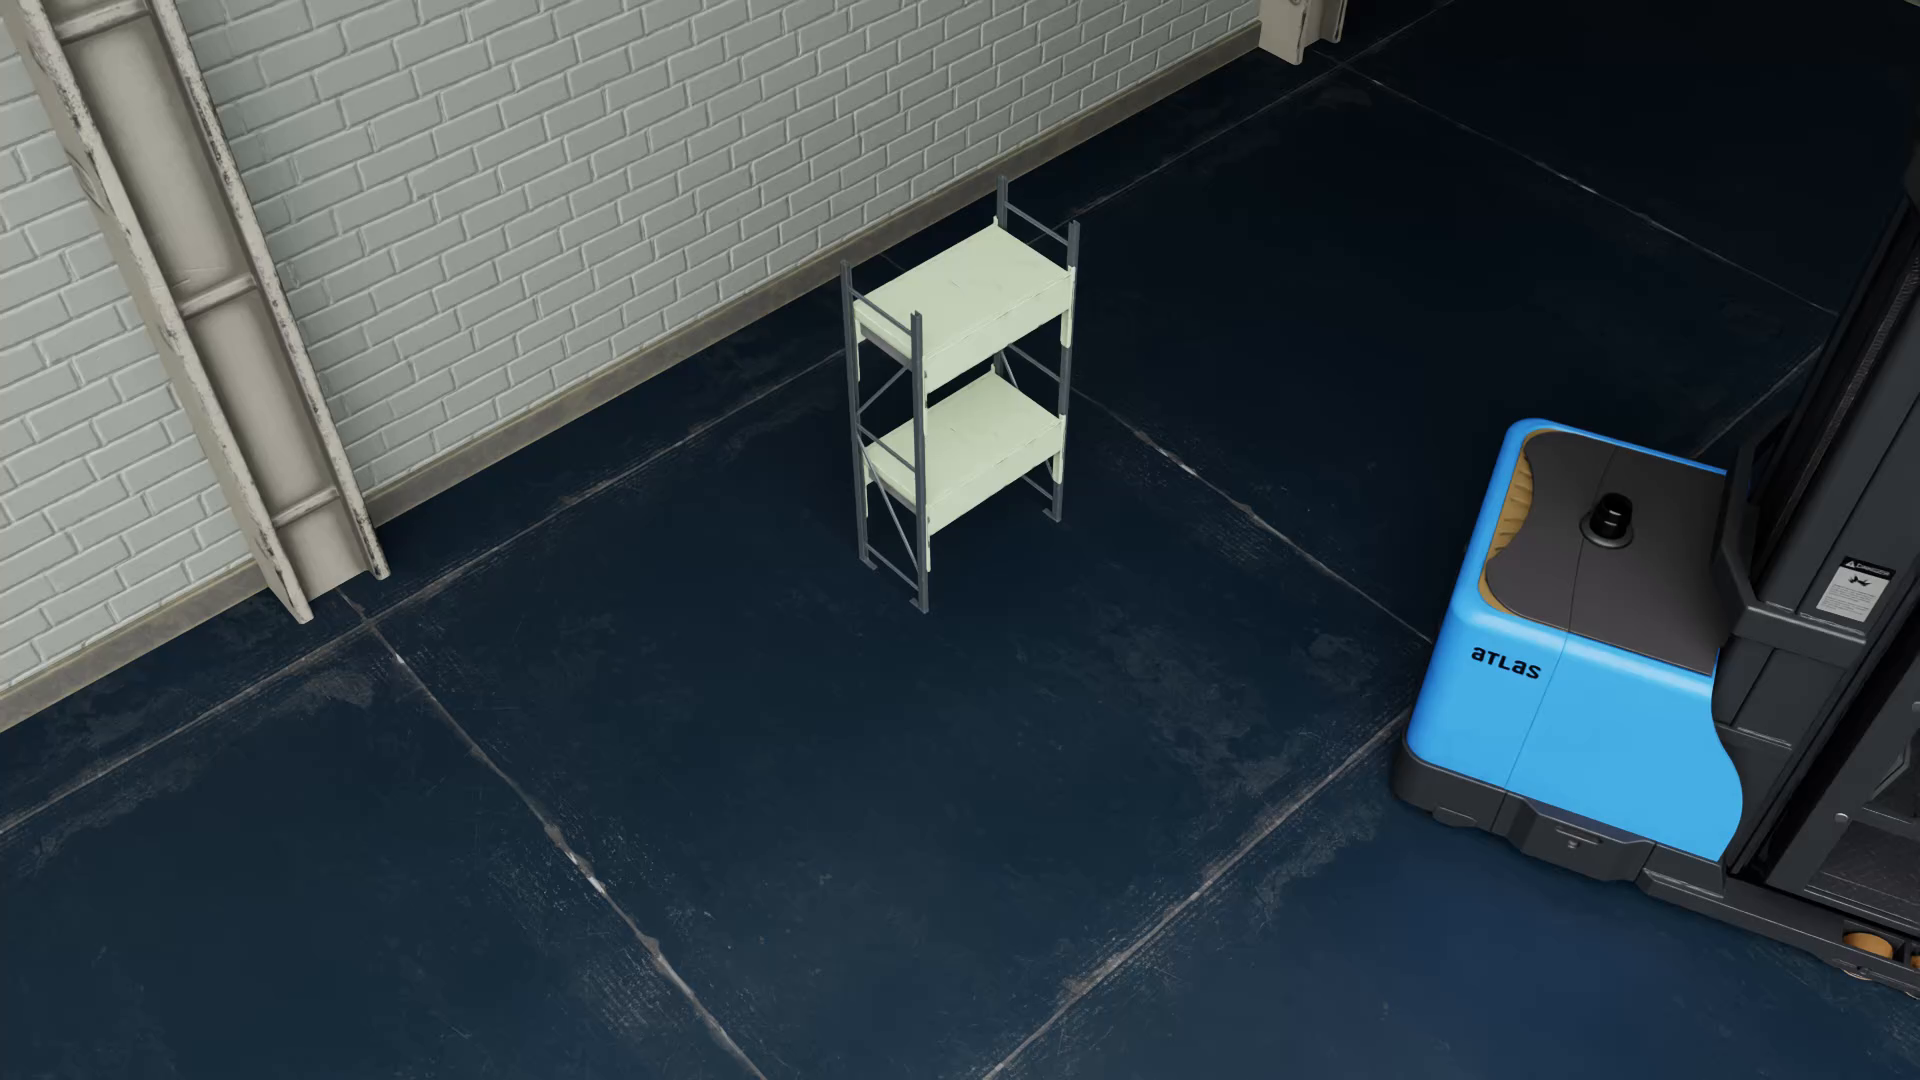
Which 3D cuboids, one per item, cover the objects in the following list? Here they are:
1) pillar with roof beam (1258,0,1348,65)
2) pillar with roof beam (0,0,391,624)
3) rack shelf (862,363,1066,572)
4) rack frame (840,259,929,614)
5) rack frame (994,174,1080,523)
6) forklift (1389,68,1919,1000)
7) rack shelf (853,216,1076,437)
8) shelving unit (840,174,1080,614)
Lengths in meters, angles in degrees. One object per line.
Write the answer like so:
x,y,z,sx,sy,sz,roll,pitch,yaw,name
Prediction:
4.805,-3.527,3.935,0.400,9.000,9.100,-34,56,-27,pillar with roof beam
0.365,-0.561,1.197,0.400,9.000,9.100,-34,56,-27,pillar with roof beam
0.005,-0.291,6.495,0.720,0.370,0.431,-34,56,-27,rack shelf
-0.266,-0.331,6.088,0.023,1.500,0.400,-34,56,-27,rack frame
0.276,-0.693,6.422,0.023,1.500,0.400,-34,56,-27,rack frame
3.089,0.060,4.753,3.031,2.935,1.130,18,50,16,forklift
0.005,-0.777,5.968,0.720,0.370,0.431,-34,56,-27,rack shelf
0.005,-0.512,6.255,0.755,1.500,0.431,-34,56,-27,shelving unit
